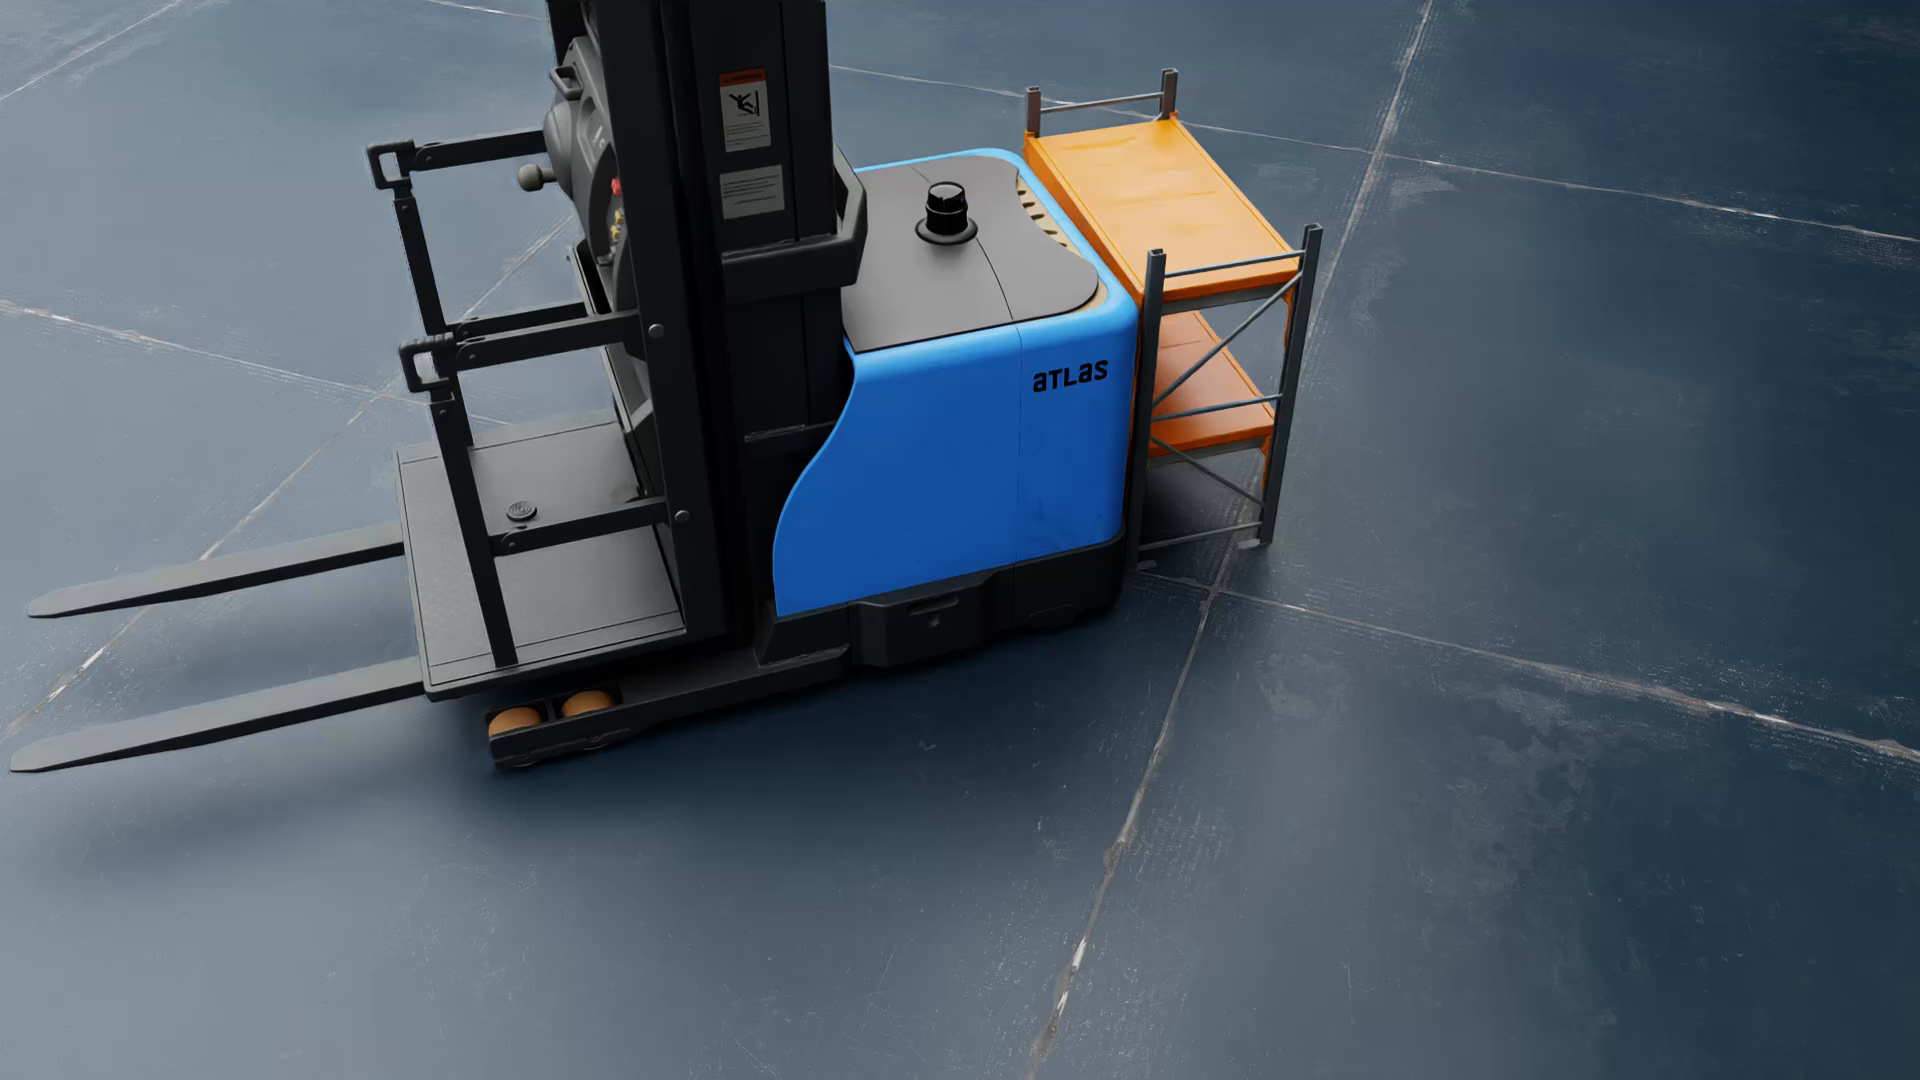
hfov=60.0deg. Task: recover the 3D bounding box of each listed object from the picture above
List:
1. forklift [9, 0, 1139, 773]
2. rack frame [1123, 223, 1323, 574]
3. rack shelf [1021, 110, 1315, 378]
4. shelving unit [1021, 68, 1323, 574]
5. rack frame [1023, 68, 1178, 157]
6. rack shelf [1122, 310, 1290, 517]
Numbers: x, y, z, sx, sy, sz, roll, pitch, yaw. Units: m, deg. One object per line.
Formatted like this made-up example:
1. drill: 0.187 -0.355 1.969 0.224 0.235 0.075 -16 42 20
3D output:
1. forklift: -1.091 -0.884 4.028 3.031 2.935 1.130 -13 42 -14
2. rack frame: 0.741 -0.380 4.827 0.500 1.125 0.032 -11 42 -13
3. rack shelf: 0.593 -0.918 5.007 0.538 0.278 1.000 -11 42 -13
4. shelving unit: 0.592 -0.696 5.197 0.538 1.125 1.048 -11 42 -13
5. rack frame: 0.444 -1.012 5.567 0.500 1.125 0.032 -11 42 -13
6. rack shelf: 0.592 -0.510 5.356 0.538 0.278 1.000 -11 42 -13
